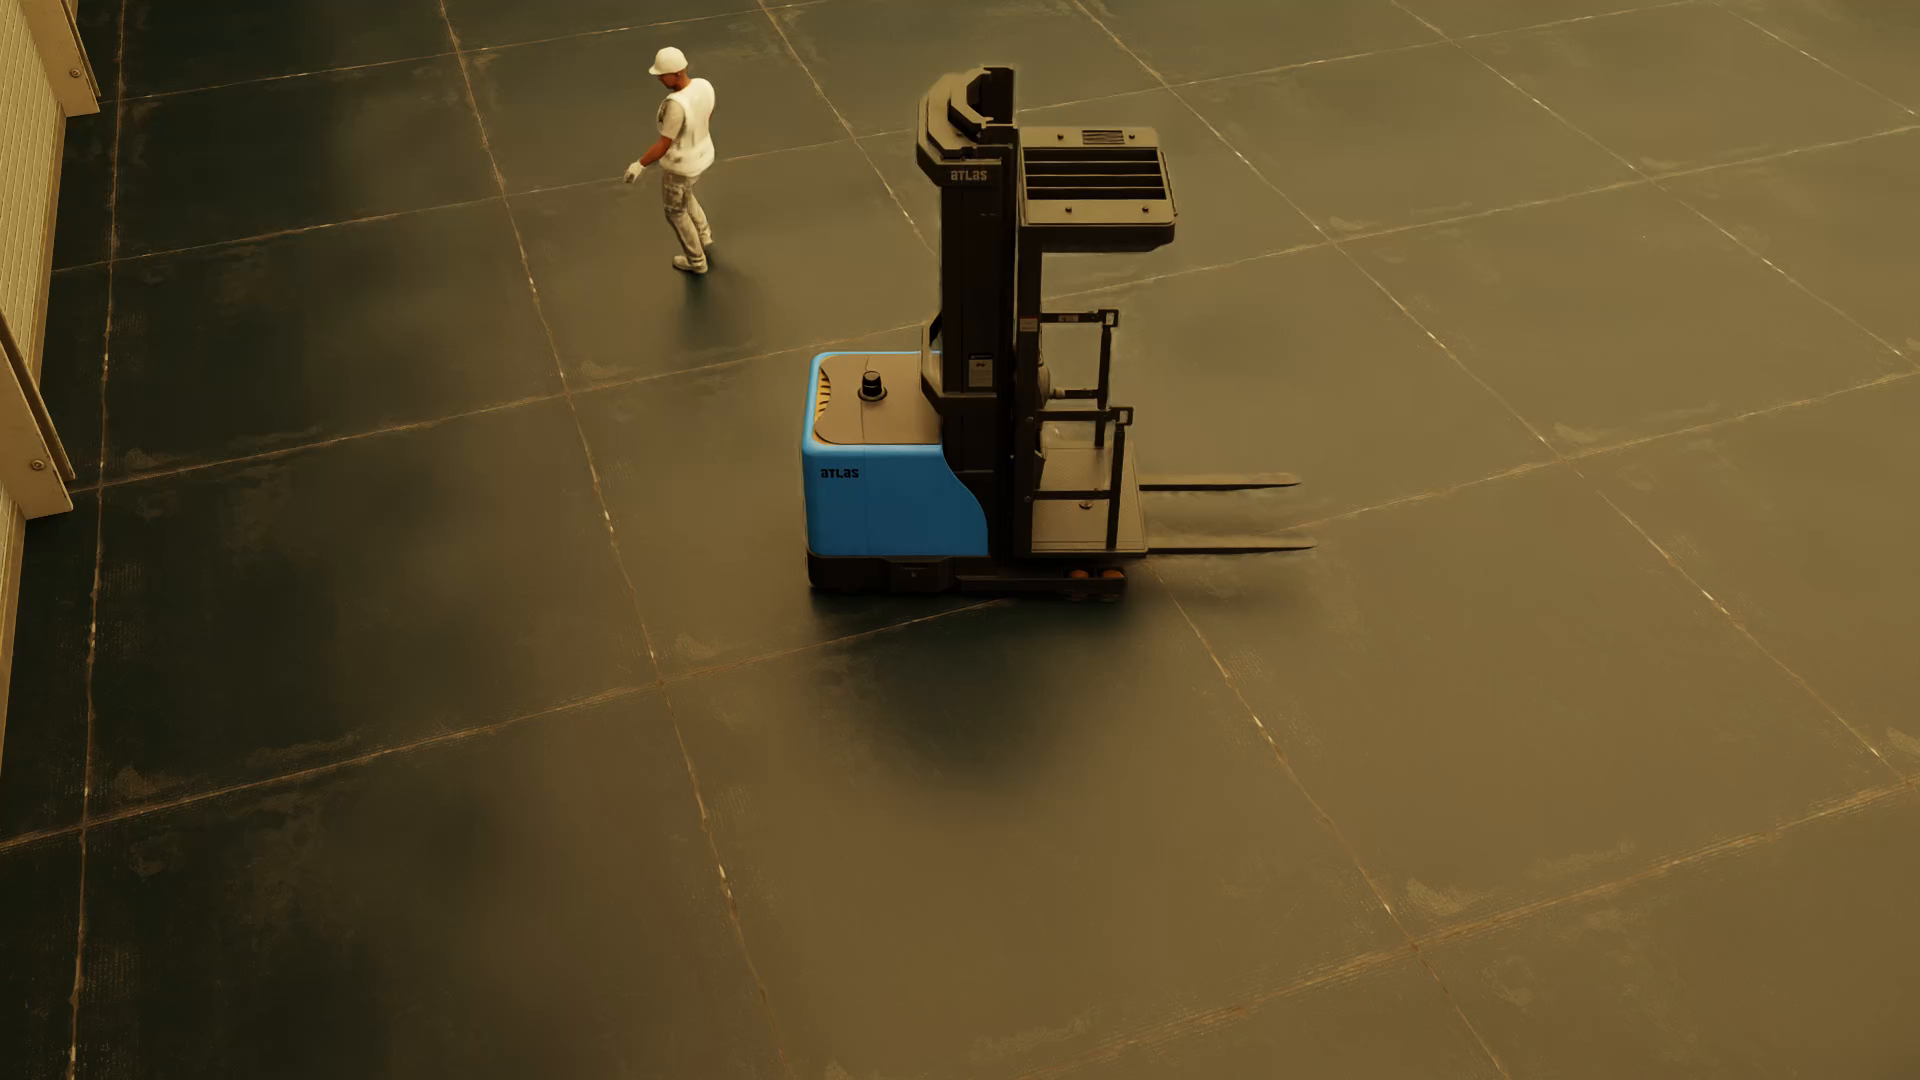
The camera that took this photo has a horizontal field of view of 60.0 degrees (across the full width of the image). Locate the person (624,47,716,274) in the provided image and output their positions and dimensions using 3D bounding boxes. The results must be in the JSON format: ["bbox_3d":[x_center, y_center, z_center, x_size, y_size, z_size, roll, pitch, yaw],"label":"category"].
[{"bbox_3d":[-2.070,-2.767,12.230,0.488,1.788,0.913,17,43,19],"label":"person"}]

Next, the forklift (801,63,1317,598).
[{"bbox_3d":[0.610,-1.125,9.337,3.031,2.935,1.130,0,40,0],"label":"forklift"}]
